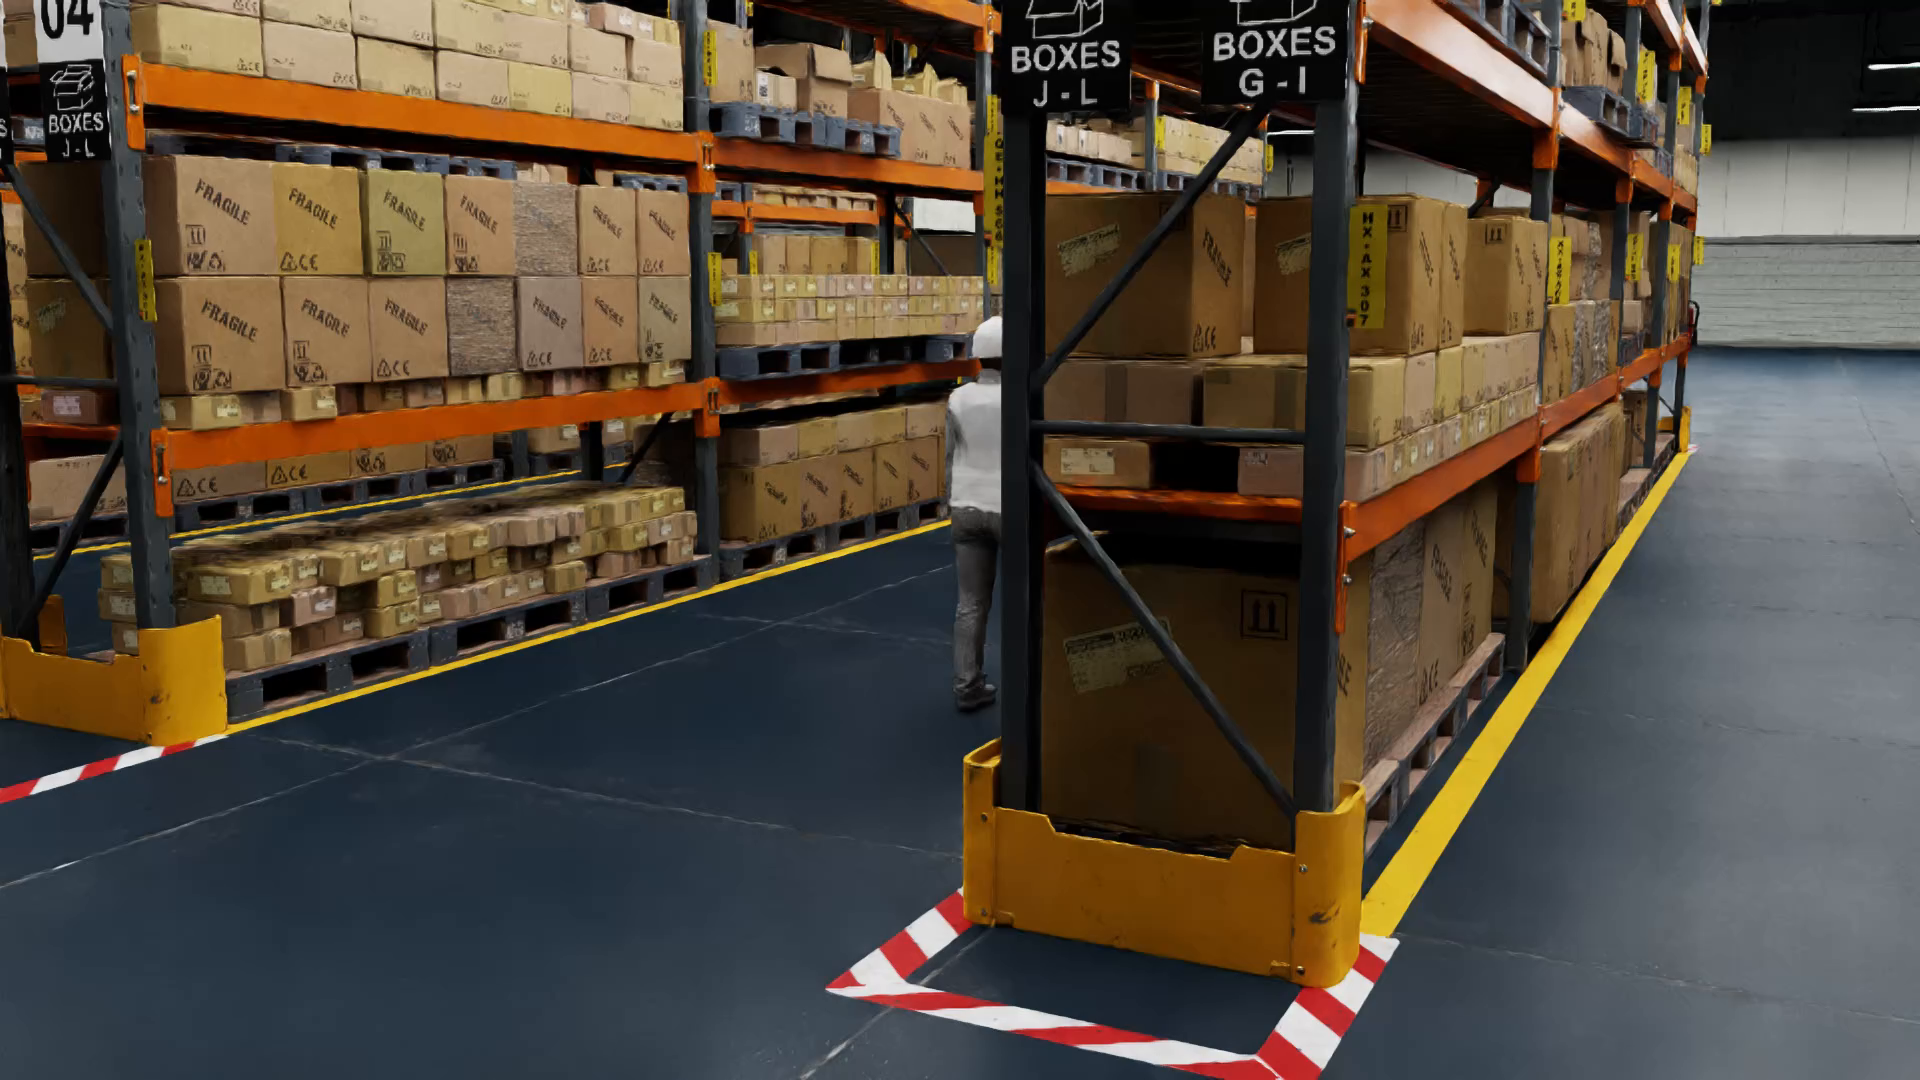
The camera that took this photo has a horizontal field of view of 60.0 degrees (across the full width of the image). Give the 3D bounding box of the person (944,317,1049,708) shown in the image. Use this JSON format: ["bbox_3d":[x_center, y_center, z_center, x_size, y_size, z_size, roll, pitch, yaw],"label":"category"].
[{"bbox_3d":[0.220,-0.148,7.683,0.537,1.757,0.774,4,10,26],"label":"person"}]
